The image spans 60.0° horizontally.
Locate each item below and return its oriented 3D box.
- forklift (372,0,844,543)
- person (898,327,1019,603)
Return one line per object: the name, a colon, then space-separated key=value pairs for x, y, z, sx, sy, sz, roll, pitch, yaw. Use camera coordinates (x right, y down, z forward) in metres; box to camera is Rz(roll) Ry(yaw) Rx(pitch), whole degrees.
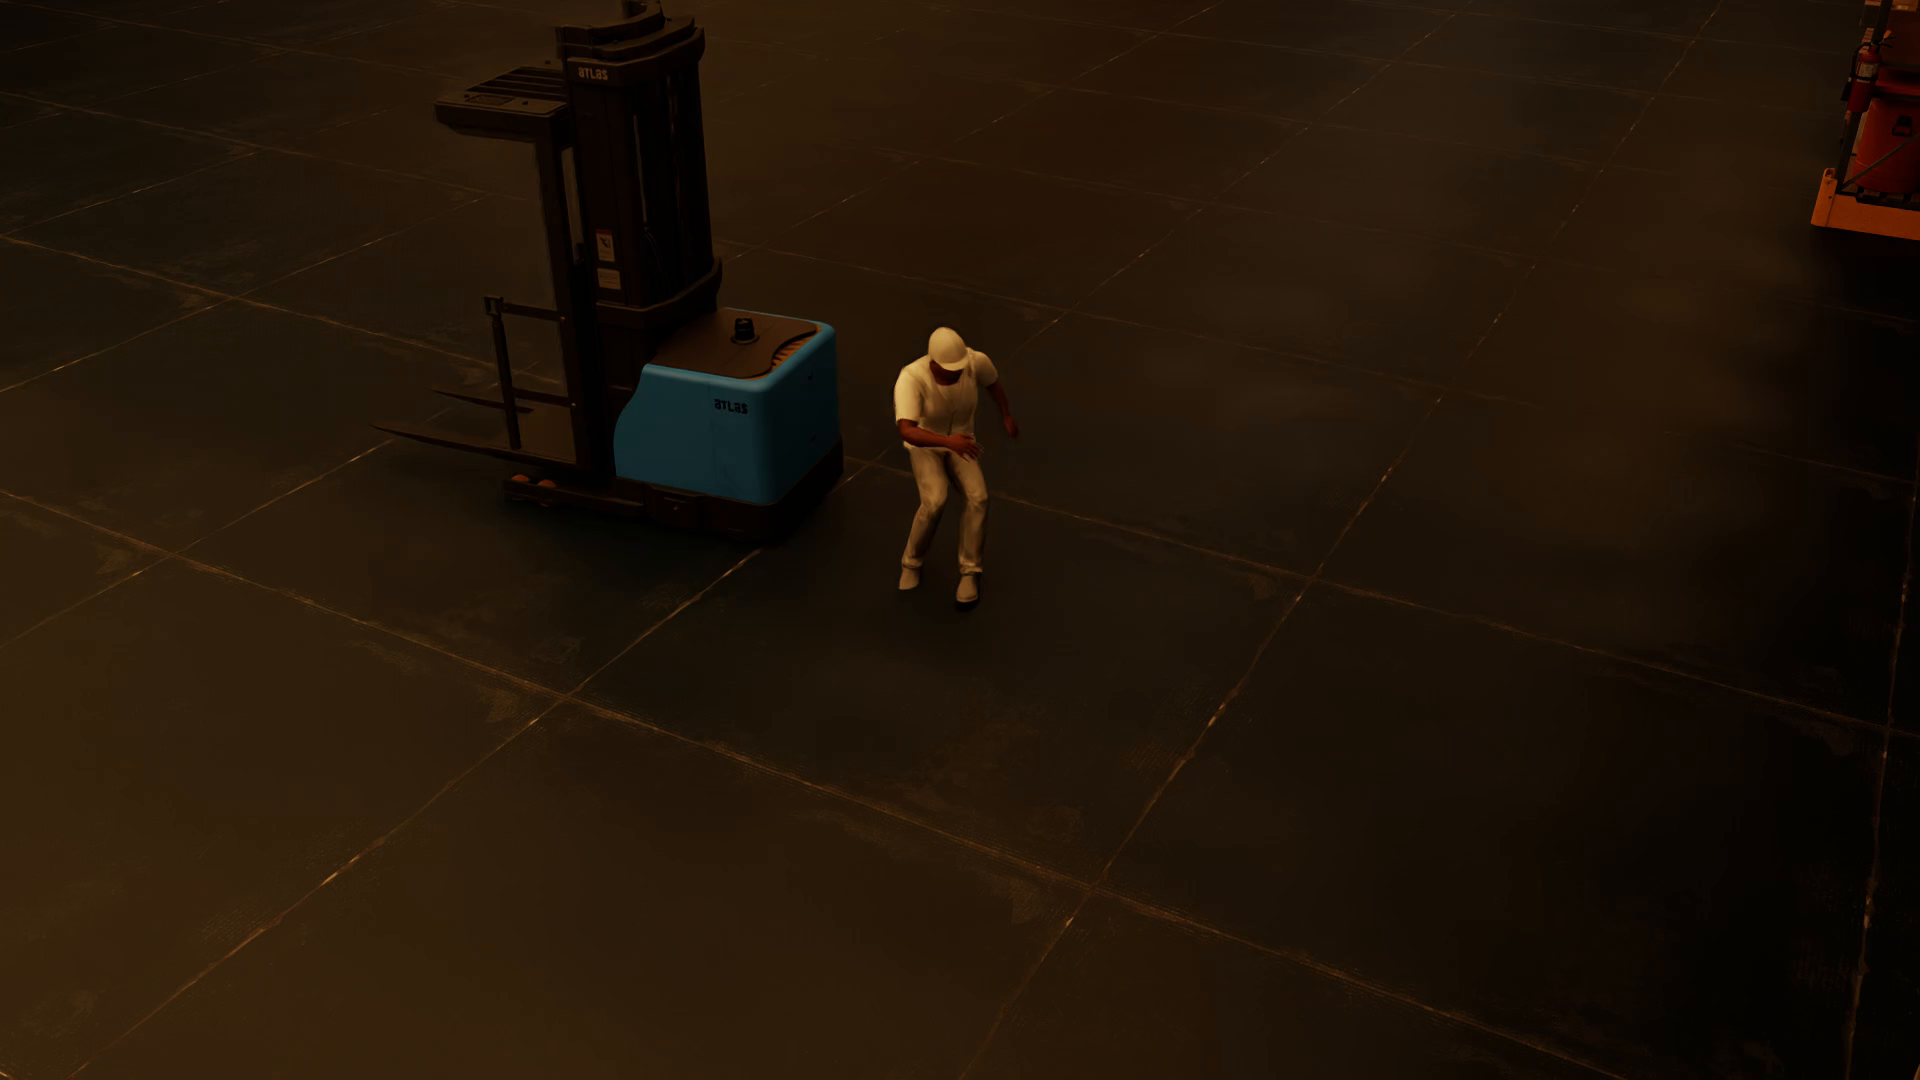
forklift: x=-2.314 y=-1.707 z=10.029 sx=3.031 sy=2.935 sz=1.130 roll=11 pitch=32 yaw=18
person: x=0.041 y=-0.471 z=9.408 sx=0.944 sy=1.526 sz=0.926 roll=-13 pitch=32 yaw=-21
